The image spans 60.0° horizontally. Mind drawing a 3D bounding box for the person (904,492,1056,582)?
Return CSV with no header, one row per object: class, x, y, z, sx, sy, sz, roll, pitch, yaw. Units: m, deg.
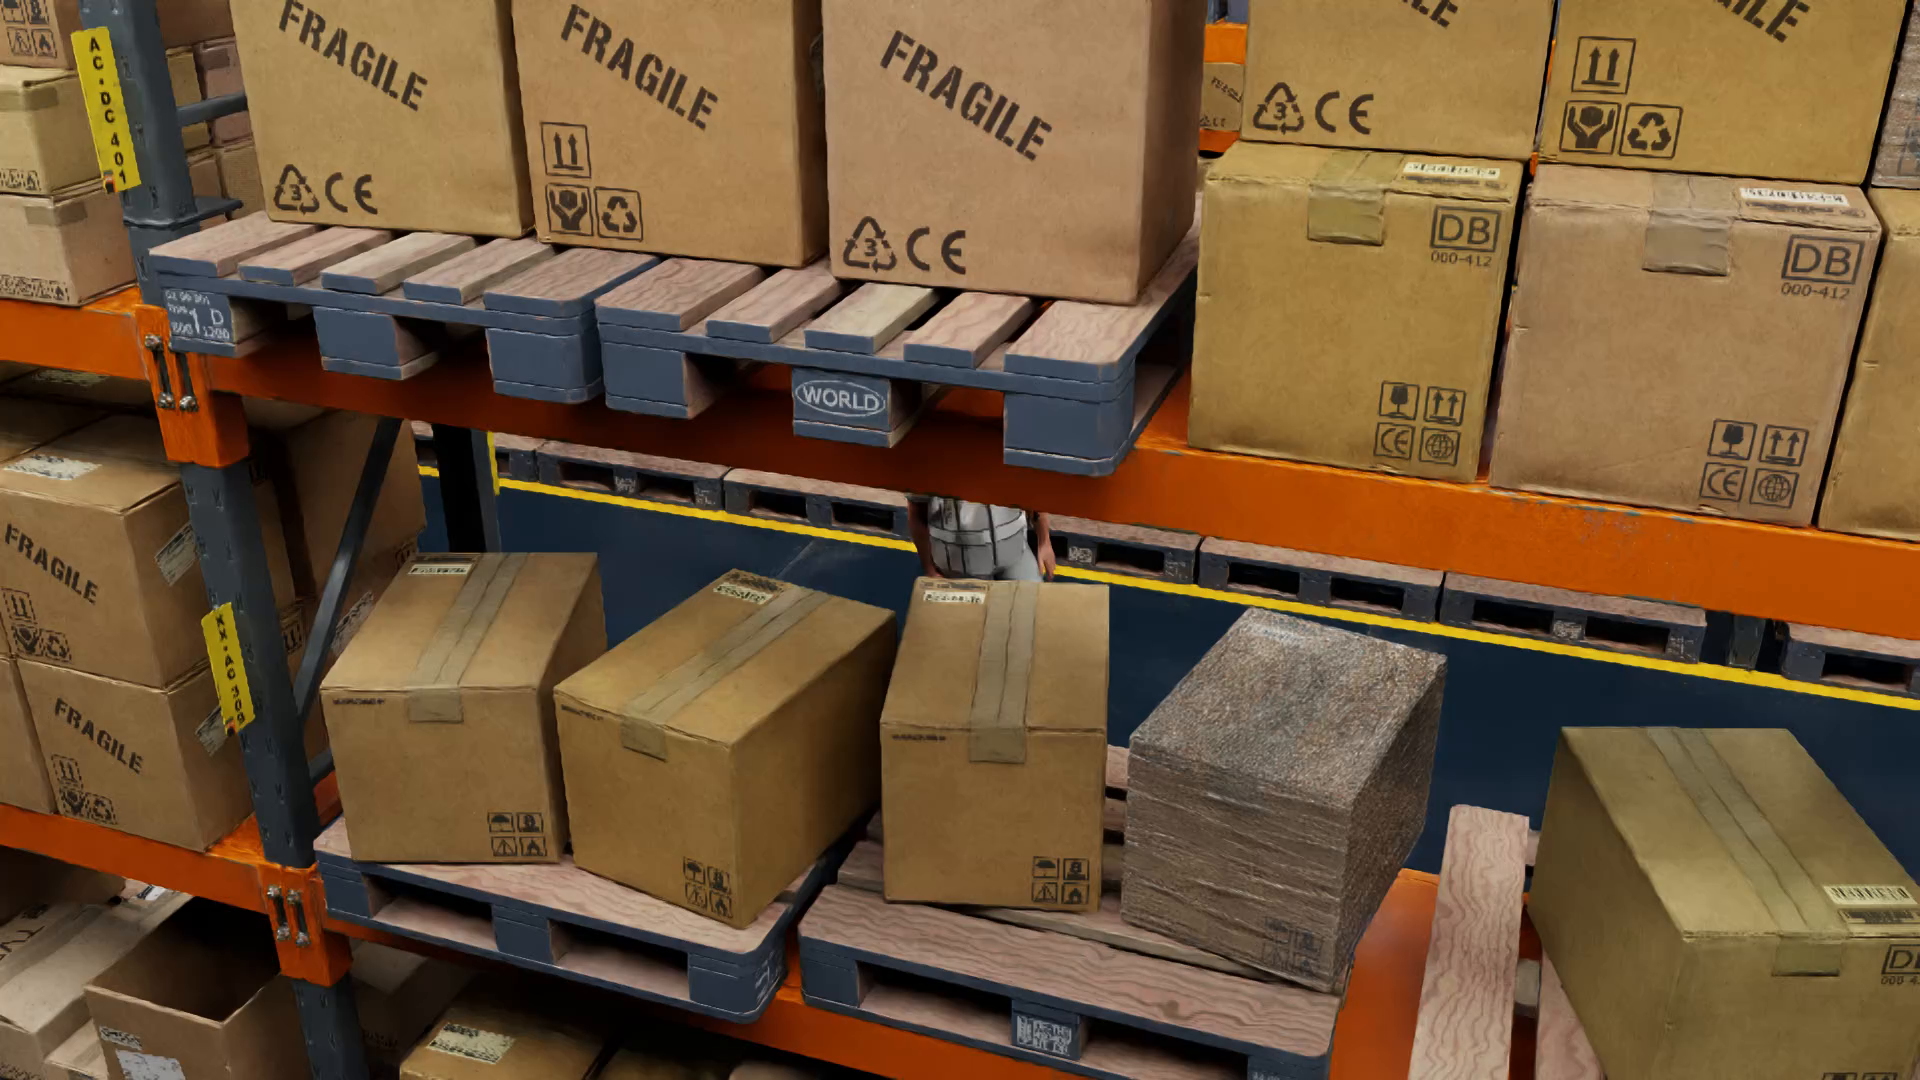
person,0.128,0.078,6.964,0.682,1.737,0.497,-10,27,-20
